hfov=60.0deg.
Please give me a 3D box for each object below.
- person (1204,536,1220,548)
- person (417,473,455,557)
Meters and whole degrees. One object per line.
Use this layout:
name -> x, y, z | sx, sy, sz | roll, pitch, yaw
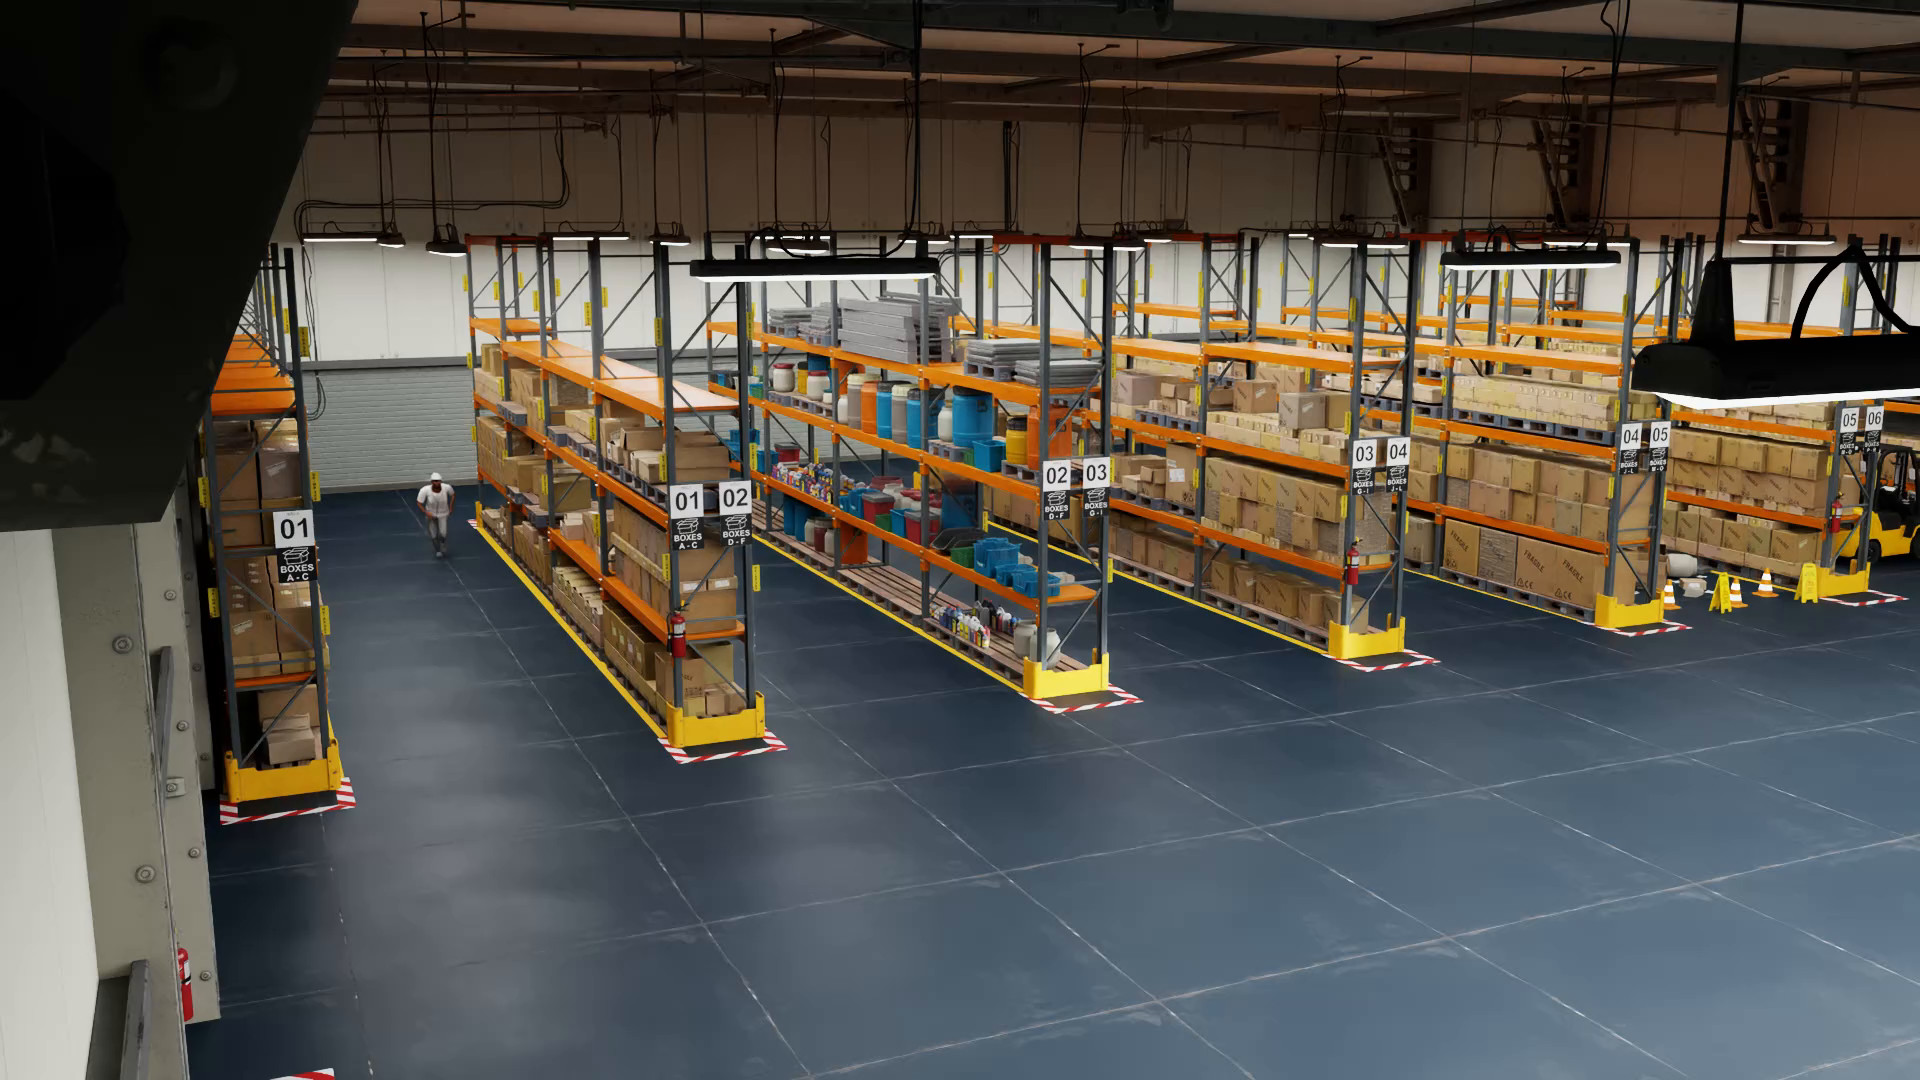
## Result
person -> 4.805, -0.614, 31.624 | 0.546, 1.729, 1.099 | -7, 13, -31
person -> -9.806, -0.467, 31.180 | 0.688, 1.659, 0.714 | -3, 11, -15
